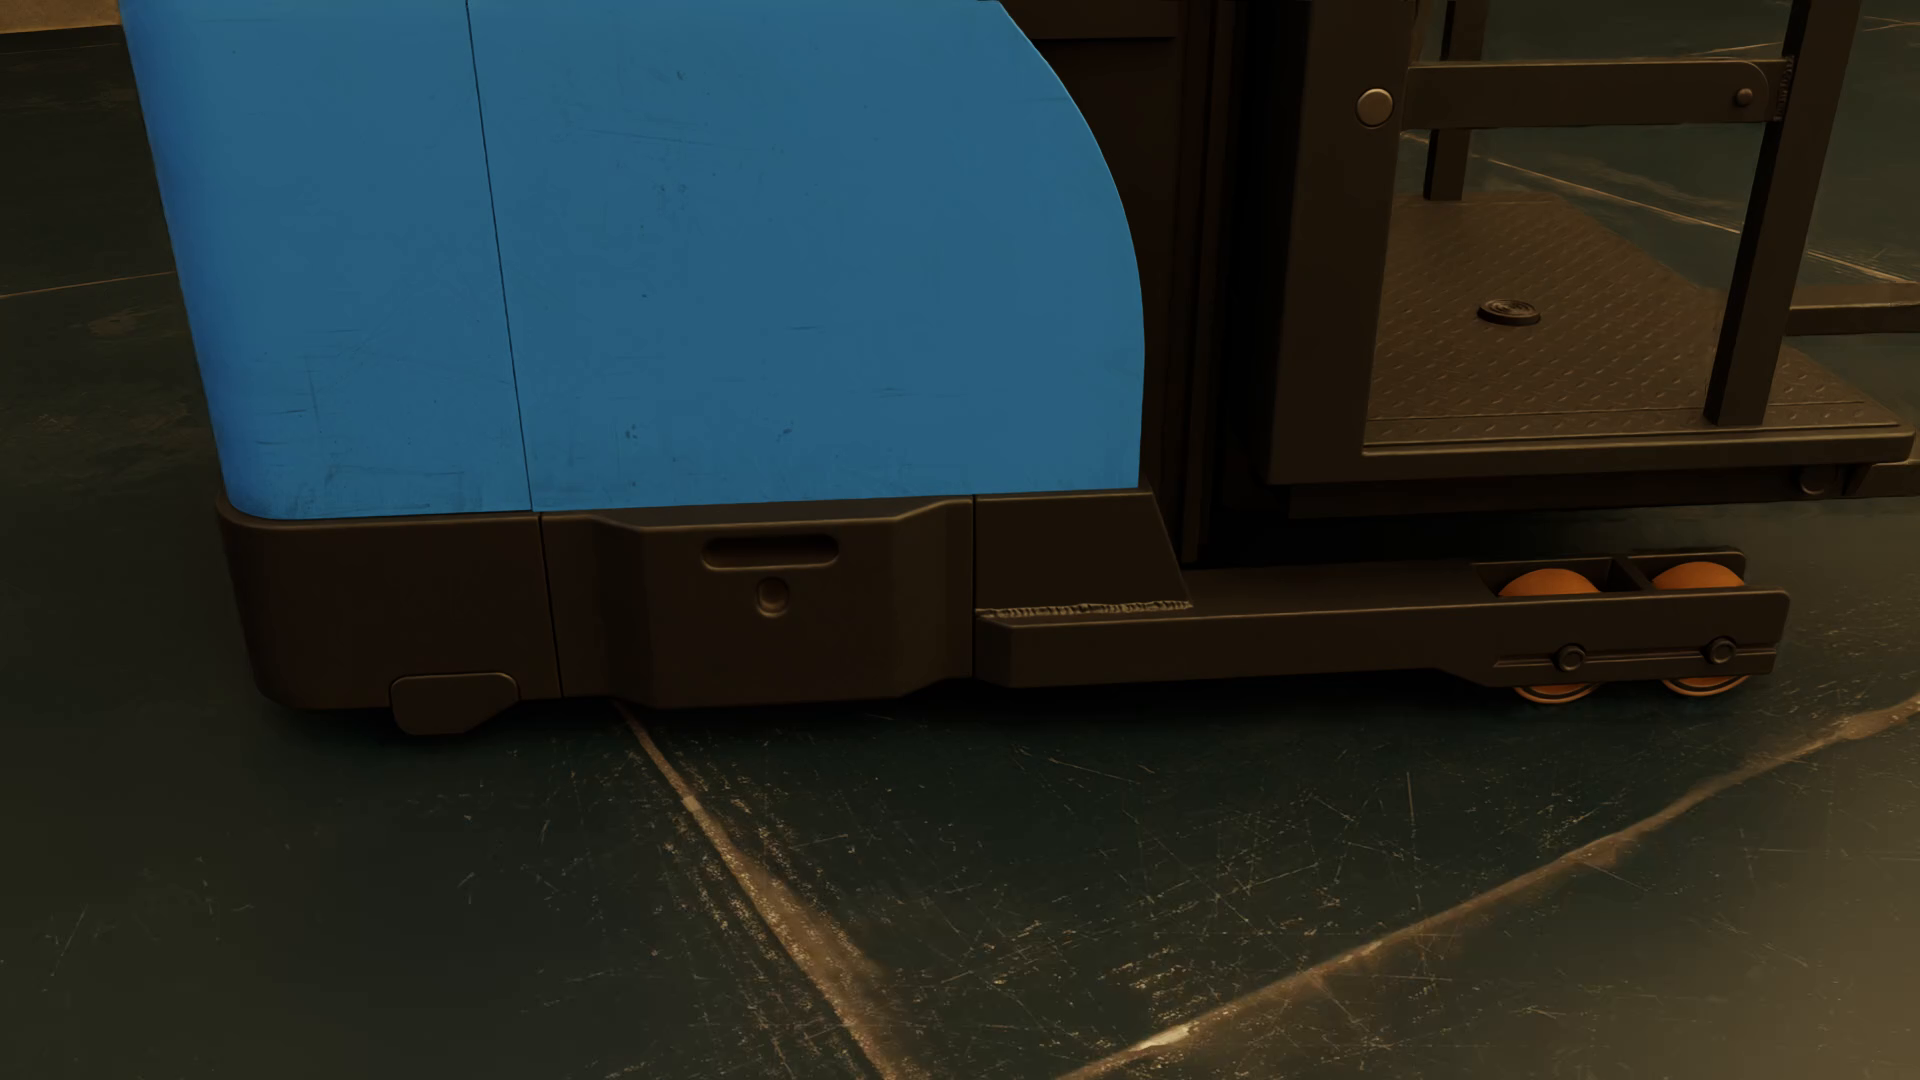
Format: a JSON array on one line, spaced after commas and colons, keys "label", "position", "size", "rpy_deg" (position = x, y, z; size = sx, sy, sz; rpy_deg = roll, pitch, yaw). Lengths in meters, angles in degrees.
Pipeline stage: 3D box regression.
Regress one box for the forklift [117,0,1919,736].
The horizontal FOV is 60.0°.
[{"label": "forklift", "position": [0.611, -1.338, 1.898], "size": [3.031, 2.935, 1.130], "rpy_deg": [-2, 27, -5]}]
